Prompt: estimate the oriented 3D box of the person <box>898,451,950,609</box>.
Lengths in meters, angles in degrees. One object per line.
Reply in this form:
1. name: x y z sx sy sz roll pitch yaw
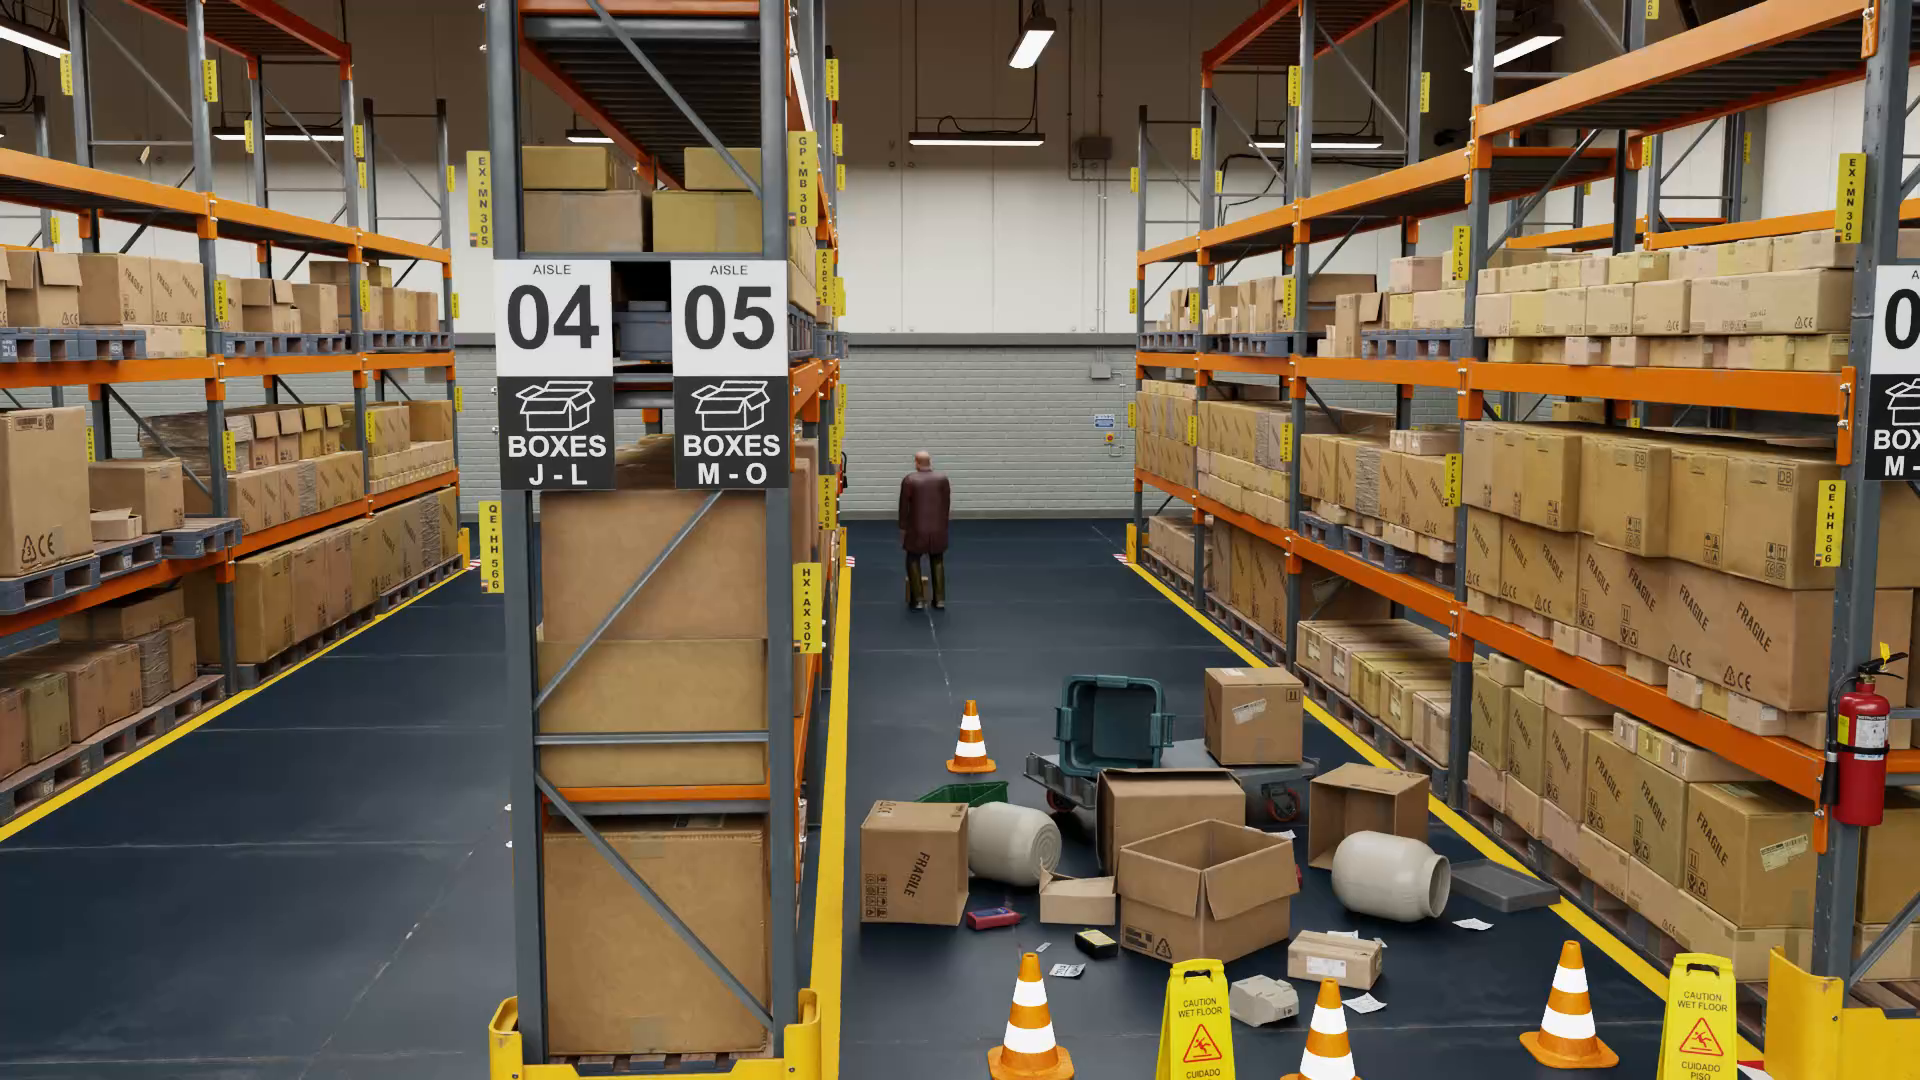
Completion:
1. person: -0.398 -0.108 18.436 0.583 1.738 0.402 -2 7 -13
